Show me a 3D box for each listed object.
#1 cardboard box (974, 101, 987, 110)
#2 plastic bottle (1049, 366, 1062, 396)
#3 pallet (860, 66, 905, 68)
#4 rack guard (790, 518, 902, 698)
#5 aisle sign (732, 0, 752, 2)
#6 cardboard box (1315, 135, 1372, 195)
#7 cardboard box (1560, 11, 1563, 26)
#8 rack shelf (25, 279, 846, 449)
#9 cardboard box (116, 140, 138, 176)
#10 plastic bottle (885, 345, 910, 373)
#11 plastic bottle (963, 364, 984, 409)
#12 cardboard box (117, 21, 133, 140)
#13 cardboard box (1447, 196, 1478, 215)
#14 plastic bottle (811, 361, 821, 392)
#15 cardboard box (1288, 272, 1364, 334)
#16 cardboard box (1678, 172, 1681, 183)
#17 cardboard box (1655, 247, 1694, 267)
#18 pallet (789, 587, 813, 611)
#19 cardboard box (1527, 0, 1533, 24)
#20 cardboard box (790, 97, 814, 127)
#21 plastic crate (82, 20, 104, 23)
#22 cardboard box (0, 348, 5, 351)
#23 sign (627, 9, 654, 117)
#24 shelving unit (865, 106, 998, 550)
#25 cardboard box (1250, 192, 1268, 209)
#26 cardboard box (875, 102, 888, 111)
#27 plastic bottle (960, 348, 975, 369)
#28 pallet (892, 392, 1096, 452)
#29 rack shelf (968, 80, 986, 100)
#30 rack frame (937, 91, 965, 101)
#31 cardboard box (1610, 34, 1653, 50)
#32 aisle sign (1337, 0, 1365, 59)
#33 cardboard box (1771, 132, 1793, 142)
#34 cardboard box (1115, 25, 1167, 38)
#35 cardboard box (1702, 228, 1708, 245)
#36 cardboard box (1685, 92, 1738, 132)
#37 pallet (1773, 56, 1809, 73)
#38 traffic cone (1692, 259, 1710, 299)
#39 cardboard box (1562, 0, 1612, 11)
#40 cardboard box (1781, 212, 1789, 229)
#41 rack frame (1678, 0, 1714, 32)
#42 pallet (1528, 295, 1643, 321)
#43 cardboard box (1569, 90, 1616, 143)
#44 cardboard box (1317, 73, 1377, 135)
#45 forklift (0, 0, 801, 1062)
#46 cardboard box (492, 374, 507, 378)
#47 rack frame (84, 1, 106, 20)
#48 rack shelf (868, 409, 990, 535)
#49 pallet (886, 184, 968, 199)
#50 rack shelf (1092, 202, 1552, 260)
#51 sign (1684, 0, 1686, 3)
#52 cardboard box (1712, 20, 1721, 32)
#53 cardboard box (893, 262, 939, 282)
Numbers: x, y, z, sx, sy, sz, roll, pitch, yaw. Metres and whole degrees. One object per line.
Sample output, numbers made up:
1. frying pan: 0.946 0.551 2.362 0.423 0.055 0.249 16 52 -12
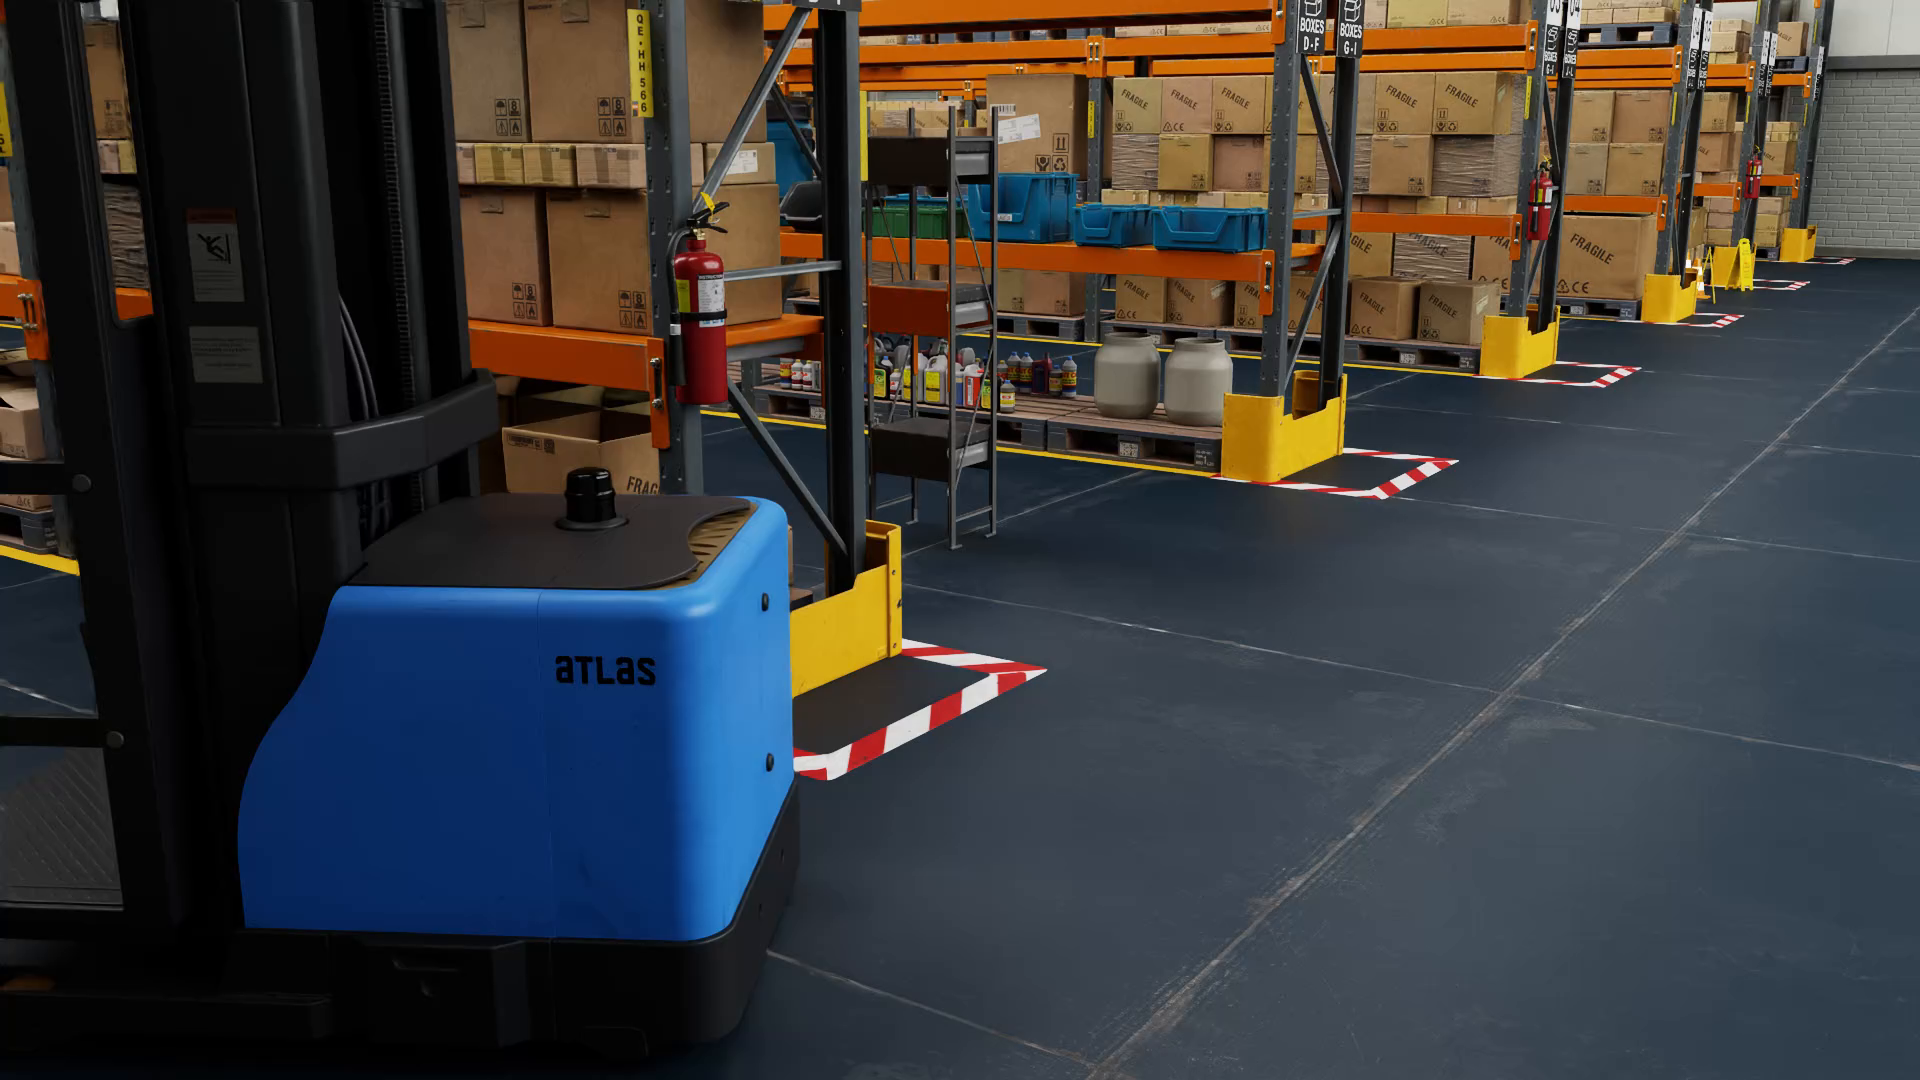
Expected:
1. cardboard box: 0.297 -7.436 28.479 0.250 0.149 0.380 9 16 32
2. plastic bottle: 0.659 -1.094 11.410 0.097 0.201 0.097 0 14 0
3. pallet: -0.950 -6.615 22.950 1.003 0.211 1.213 9 17 33
4. rack guard: -0.672 0.284 6.137 0.348 0.500 1.175 9 17 33
5. aisle sign: -0.801 -2.127 5.265 0.004 0.787 0.394 9 17 33
6. cardboard box: 3.526 -3.298 14.578 0.500 0.500 0.875 9 17 33
7. cardboard box: 6.382 -5.583 17.833 0.250 0.149 0.380 9 16 32
8. rack shelf: -2.351 -0.852 7.019 4.000 0.370 1.077 9 17 33
9. cardboard box: -3.472 -1.690 7.350 0.250 0.149 0.380 9 16 31
10. plastic bottle: -0.451 -1.260 11.925 0.135 0.276 0.152 9 17 33
11. plastic bottle: 0.113 -1.010 10.912 0.135 0.276 0.152 9 17 33
12. cardboard box: -3.219 -2.022 7.340 0.500 0.500 0.700 9 17 33
13. cardboard box: 4.281 -2.816 13.981 0.250 0.149 0.380 9 17 33
14. plastic bottle: -0.940 -1.180 11.599 0.135 0.276 0.152 10 17 35
15. cardboard box: 3.307 -2.146 15.079 0.500 0.500 0.500 11 18 38
16. cardboard box: 9.468 -4.820 22.073 0.250 0.149 0.380 9 16 32
17. cardboard box: 9.530 -3.811 22.323 0.500 0.250 0.500 9 17 33
18. pallet: -1.350 0.326 6.565 1.213 0.211 1.003 9 17 33
19. cardboard box: 4.585 -4.407 13.953 0.500 0.250 0.500 10 17 34
20. cardboard box: -2.504 -6.280 24.540 0.500 0.500 0.500 10 17 34
21. plastic crate: -8.402 -4.879 15.989 0.662 0.188 0.450 9 17 33
22. cardboard box: -5.906 -0.989 9.758 0.500 0.311 0.500 9 17 32
23. sign: -1.006 -1.504 5.252 0.005 0.325 0.100 9 17 33
24. shelving unit: -0.137 -1.041 8.161 0.503 2.100 0.431 9 17 33
25. cardboard box: 2.784 -3.035 14.863 0.250 0.149 0.380 9 17 33
26. cardboard box: -1.257 -7.533 28.874 0.250 0.149 0.380 9 17 33
27. plastic bottle: 0.012 -1.227 11.791 0.135 0.276 0.152 10 17 34
28. pallet: 0.307 -0.841 11.281 1.213 0.211 1.003 9 17 33
29. rack shelf: 2.073 -7.331 26.952 4.000 0.370 1.077 9 17 33
30. rack frame: -0.138 -8.019 34.476 0.127 3.000 1.000 9 17 33
31. cardboard box: 8.946 -6.562 22.041 0.500 0.250 0.500 10 17 34
32. aisle sign: 2.299 -3.231 9.721 0.004 0.787 0.394 9 17 33
33. cardboard box: 12.694 -6.228 25.681 0.250 0.149 0.380 9 17 34
34. cardboard box: 1.751 -4.716 15.201 0.500 0.250 0.500 8 16 31
35. cardboard box: 11.754 -4.880 26.644 0.500 0.250 0.500 9 17 33
36. cardboard box: 9.825 -5.587 21.741 0.500 0.500 0.700 9 16 31
37. pallet: 12.566 -7.387 25.863 1.213 0.211 1.003 9 17 33
38. traffic cone: 8.957 -3.186 20.229 0.334 0.463 0.336 9 17 33
39. cardboard box: 6.715 -5.740 17.638 0.500 0.250 0.500 9 17 33
40. cardboard box: 12.864 -5.090 26.450 0.500 0.250 0.500 10 17 34
41. rack frame: 7.692 -6.795 17.046 0.127 3.000 1.000 9 17 33
42. pallet: 6.985 -2.621 18.472 1.213 0.211 1.003 9 17 33
43. cardboard box: 6.898 -4.593 18.075 0.550 0.550 0.875 9 17 33
44. cardboard box: 3.414 -3.744 14.296 0.500 0.500 0.500 9 17 33
45. forklift: -1.972 -0.407 3.866 3.031 2.935 1.130 1 14 4
46. cardboard box: -2.256 -0.484 7.323 0.500 0.500 0.500 9 17 33
47. rack frame: -7.881 -6.441 15.617 0.127 3.000 1.000 9 17 33
48. rack shelf: -0.137 -0.349 8.332 0.480 0.518 0.431 9 17 33
49. pallet: -0.133 -3.630 17.144 1.213 0.211 1.003 9 17 33
50. rack shelf: 3.181 -2.827 14.996 4.000 0.370 1.077 9 17 33
51. sign: 7.378 -5.624 16.880 0.005 0.325 0.100 9 17 33
52. cardboard box: 9.733 -6.633 21.498 0.250 0.149 0.380 10 17 34
53. cardboard box: -0.289 -2.748 17.469 0.500 0.500 0.700 11 18 37
